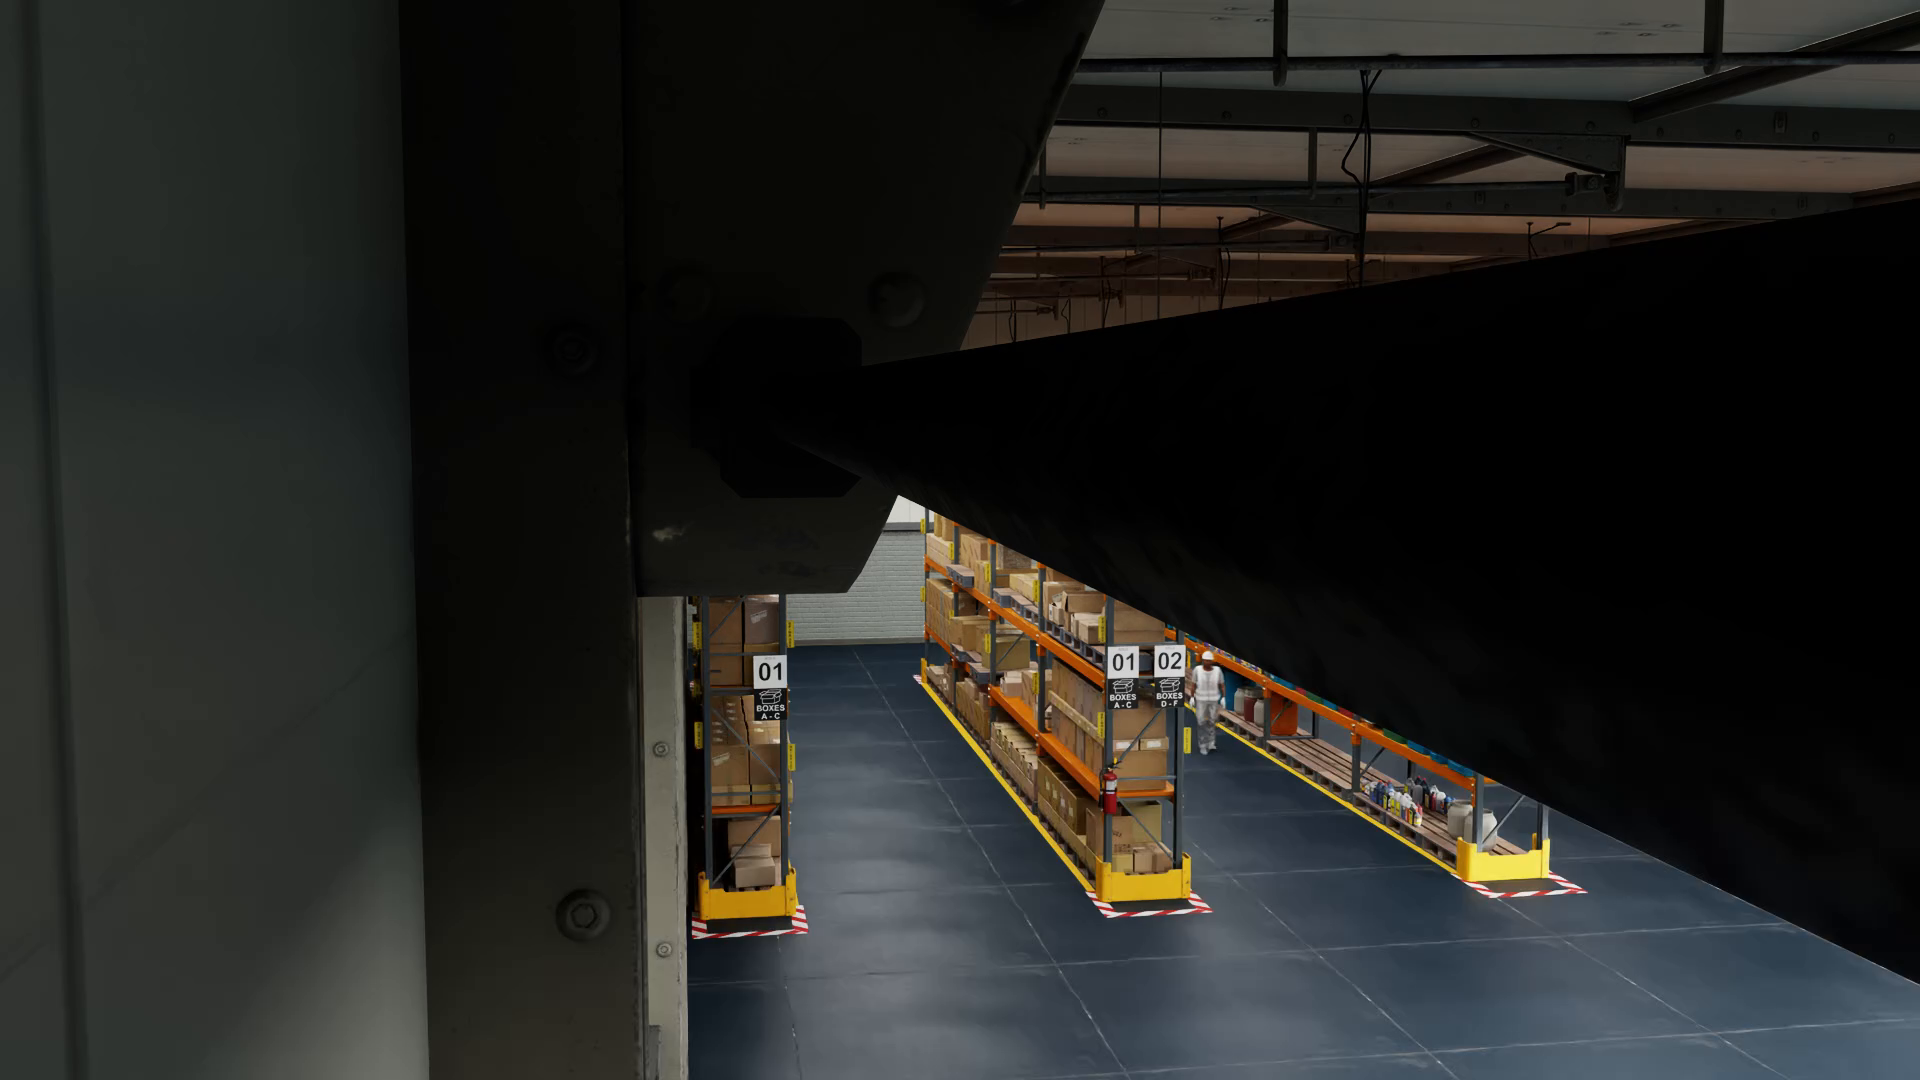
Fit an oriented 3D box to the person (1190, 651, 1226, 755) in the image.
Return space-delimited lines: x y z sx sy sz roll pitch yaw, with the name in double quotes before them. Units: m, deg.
"person" 4.386 2.869 29.405 0.631 1.821 0.594 1 5 6
